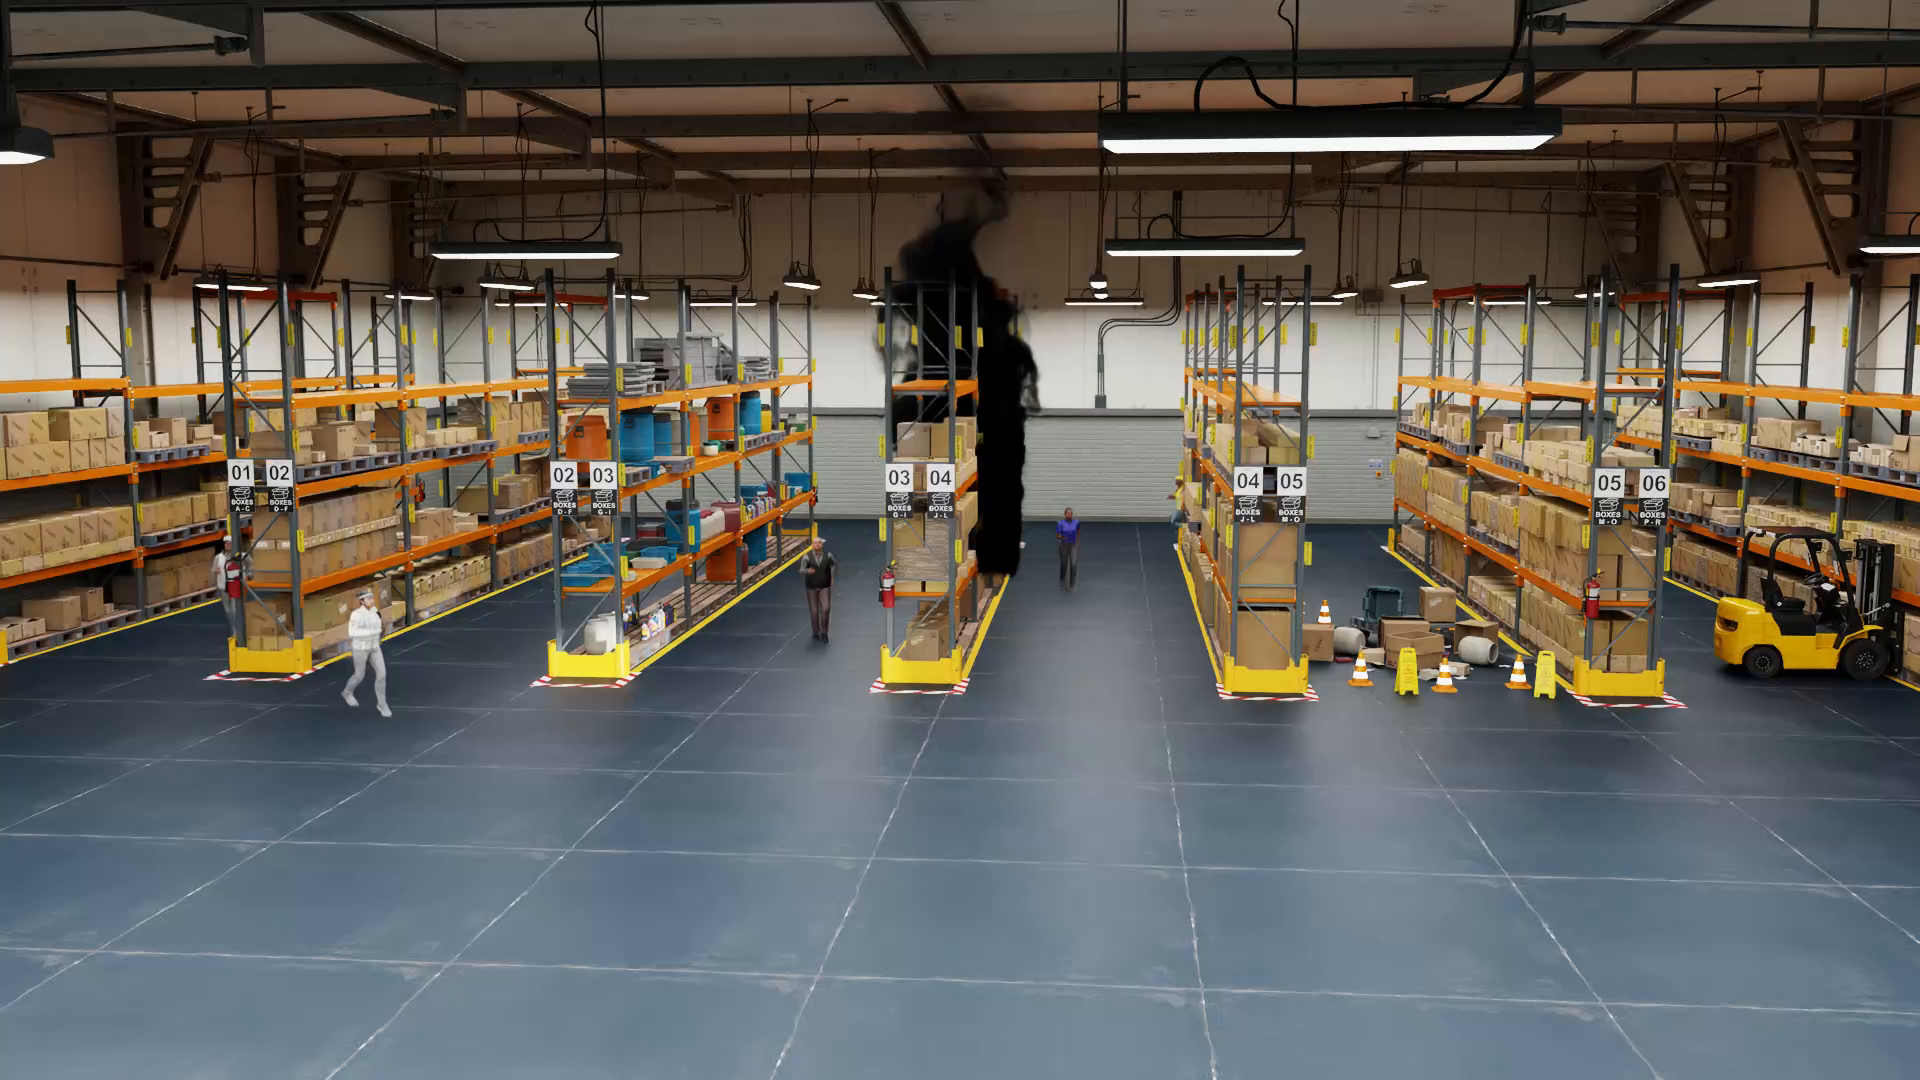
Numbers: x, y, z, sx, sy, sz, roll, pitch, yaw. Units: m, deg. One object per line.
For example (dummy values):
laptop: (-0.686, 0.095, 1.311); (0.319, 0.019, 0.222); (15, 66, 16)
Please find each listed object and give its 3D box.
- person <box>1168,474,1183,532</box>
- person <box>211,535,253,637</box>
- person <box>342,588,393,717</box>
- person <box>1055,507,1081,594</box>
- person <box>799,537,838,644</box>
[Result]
person: (5.379, -0.775, 40.673); (0.617, 1.702, 0.716); (0, 7, 2)
person: (-11.987, 0.809, 27.383); (0.637, 1.814, 0.711); (0, 7, -3)
person: (-7.951, 1.492, 22.188); (0.875, 1.750, 0.607); (4, 8, 32)
person: (2.137, 0.186, 32.960); (0.543, 1.691, 0.869); (0, 7, -2)
person: (-2.328, 0.832, 27.394); (0.637, 1.763, 0.711); (-1, 7, -5)
